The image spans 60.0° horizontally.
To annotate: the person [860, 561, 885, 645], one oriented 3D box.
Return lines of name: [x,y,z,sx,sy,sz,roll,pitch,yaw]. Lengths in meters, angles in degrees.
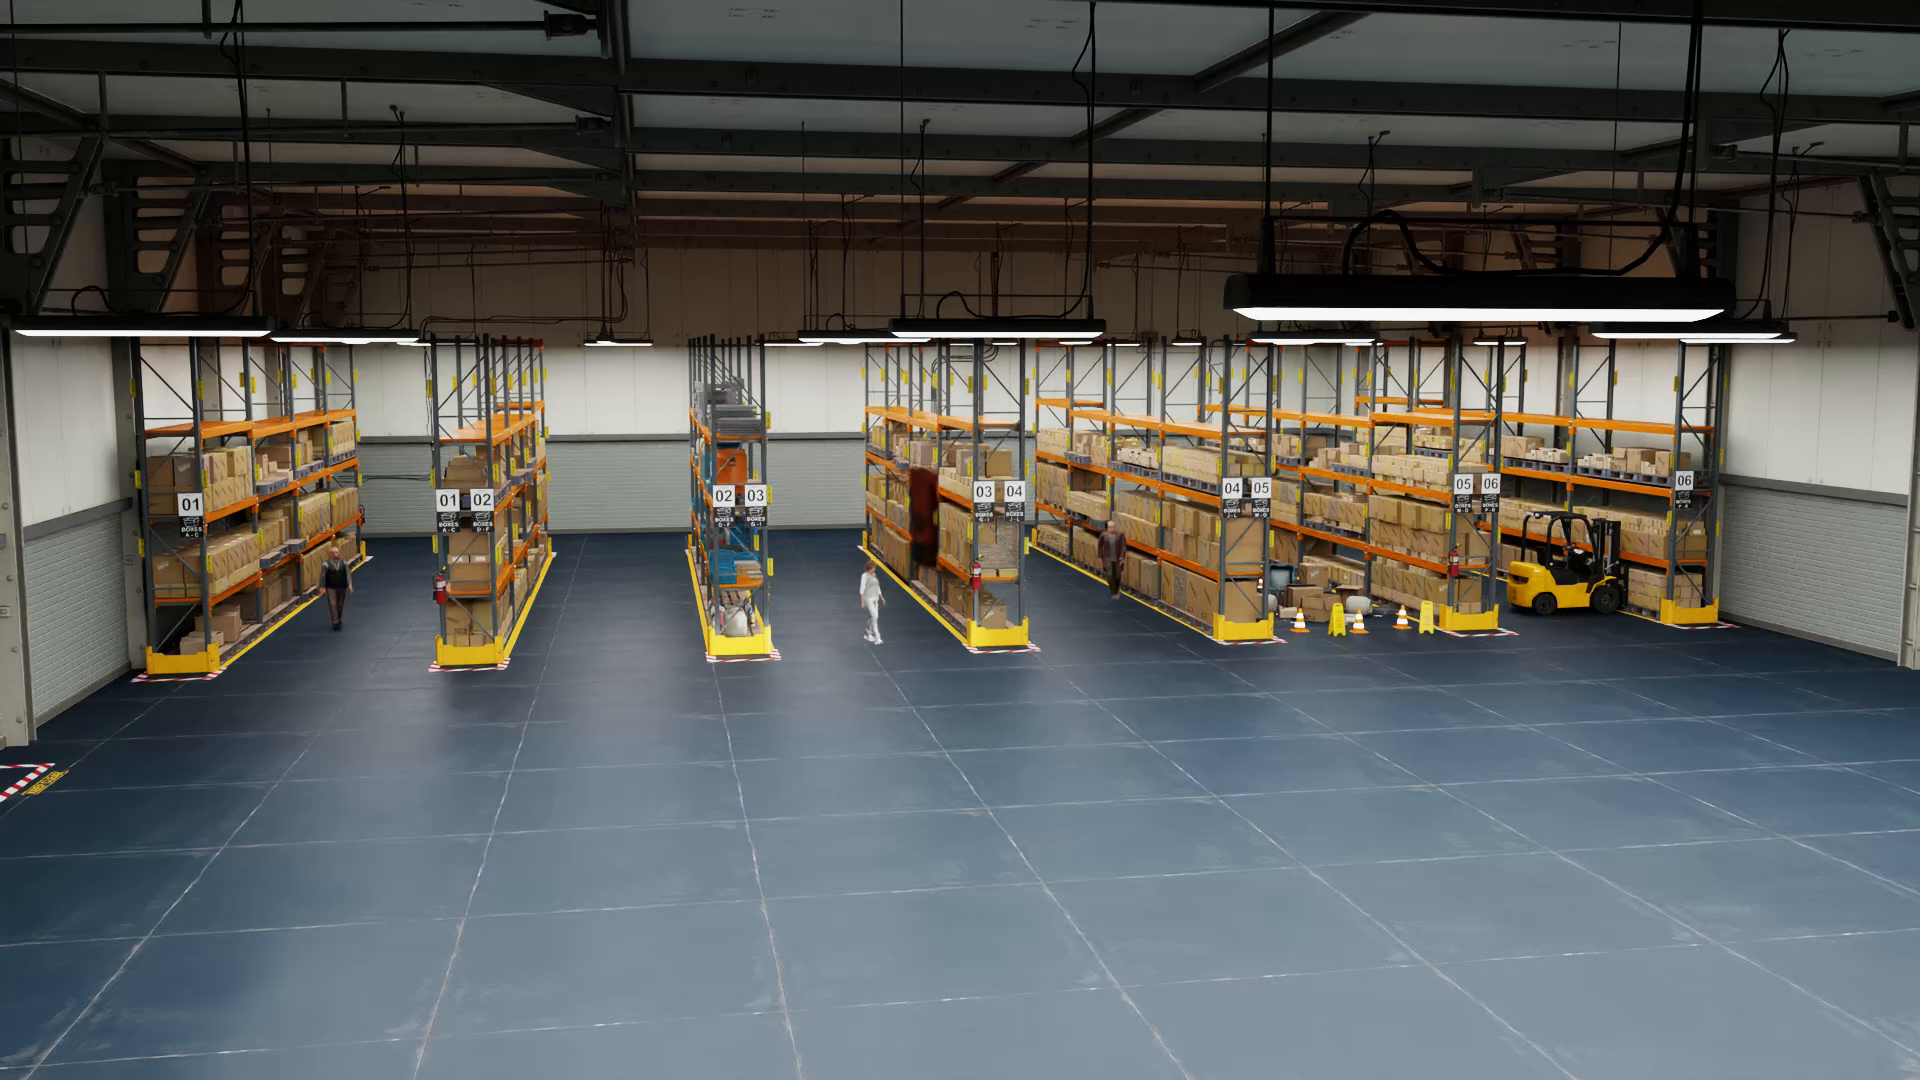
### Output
person: [-1.676,1.276,32.601,0.610,1.494,0.437,4,8,33]

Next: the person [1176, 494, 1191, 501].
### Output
person: [6.935,-1.047,51.582,0.989,1.732,0.547,-2,7,-16]

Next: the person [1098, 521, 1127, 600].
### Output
person: [3.336,0.461,36.424,0.620,1.744,0.801,0,7,3]

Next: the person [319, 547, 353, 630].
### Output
person: [-12.791,0.982,34.074,0.643,1.663,1.078,-4,7,-29]
